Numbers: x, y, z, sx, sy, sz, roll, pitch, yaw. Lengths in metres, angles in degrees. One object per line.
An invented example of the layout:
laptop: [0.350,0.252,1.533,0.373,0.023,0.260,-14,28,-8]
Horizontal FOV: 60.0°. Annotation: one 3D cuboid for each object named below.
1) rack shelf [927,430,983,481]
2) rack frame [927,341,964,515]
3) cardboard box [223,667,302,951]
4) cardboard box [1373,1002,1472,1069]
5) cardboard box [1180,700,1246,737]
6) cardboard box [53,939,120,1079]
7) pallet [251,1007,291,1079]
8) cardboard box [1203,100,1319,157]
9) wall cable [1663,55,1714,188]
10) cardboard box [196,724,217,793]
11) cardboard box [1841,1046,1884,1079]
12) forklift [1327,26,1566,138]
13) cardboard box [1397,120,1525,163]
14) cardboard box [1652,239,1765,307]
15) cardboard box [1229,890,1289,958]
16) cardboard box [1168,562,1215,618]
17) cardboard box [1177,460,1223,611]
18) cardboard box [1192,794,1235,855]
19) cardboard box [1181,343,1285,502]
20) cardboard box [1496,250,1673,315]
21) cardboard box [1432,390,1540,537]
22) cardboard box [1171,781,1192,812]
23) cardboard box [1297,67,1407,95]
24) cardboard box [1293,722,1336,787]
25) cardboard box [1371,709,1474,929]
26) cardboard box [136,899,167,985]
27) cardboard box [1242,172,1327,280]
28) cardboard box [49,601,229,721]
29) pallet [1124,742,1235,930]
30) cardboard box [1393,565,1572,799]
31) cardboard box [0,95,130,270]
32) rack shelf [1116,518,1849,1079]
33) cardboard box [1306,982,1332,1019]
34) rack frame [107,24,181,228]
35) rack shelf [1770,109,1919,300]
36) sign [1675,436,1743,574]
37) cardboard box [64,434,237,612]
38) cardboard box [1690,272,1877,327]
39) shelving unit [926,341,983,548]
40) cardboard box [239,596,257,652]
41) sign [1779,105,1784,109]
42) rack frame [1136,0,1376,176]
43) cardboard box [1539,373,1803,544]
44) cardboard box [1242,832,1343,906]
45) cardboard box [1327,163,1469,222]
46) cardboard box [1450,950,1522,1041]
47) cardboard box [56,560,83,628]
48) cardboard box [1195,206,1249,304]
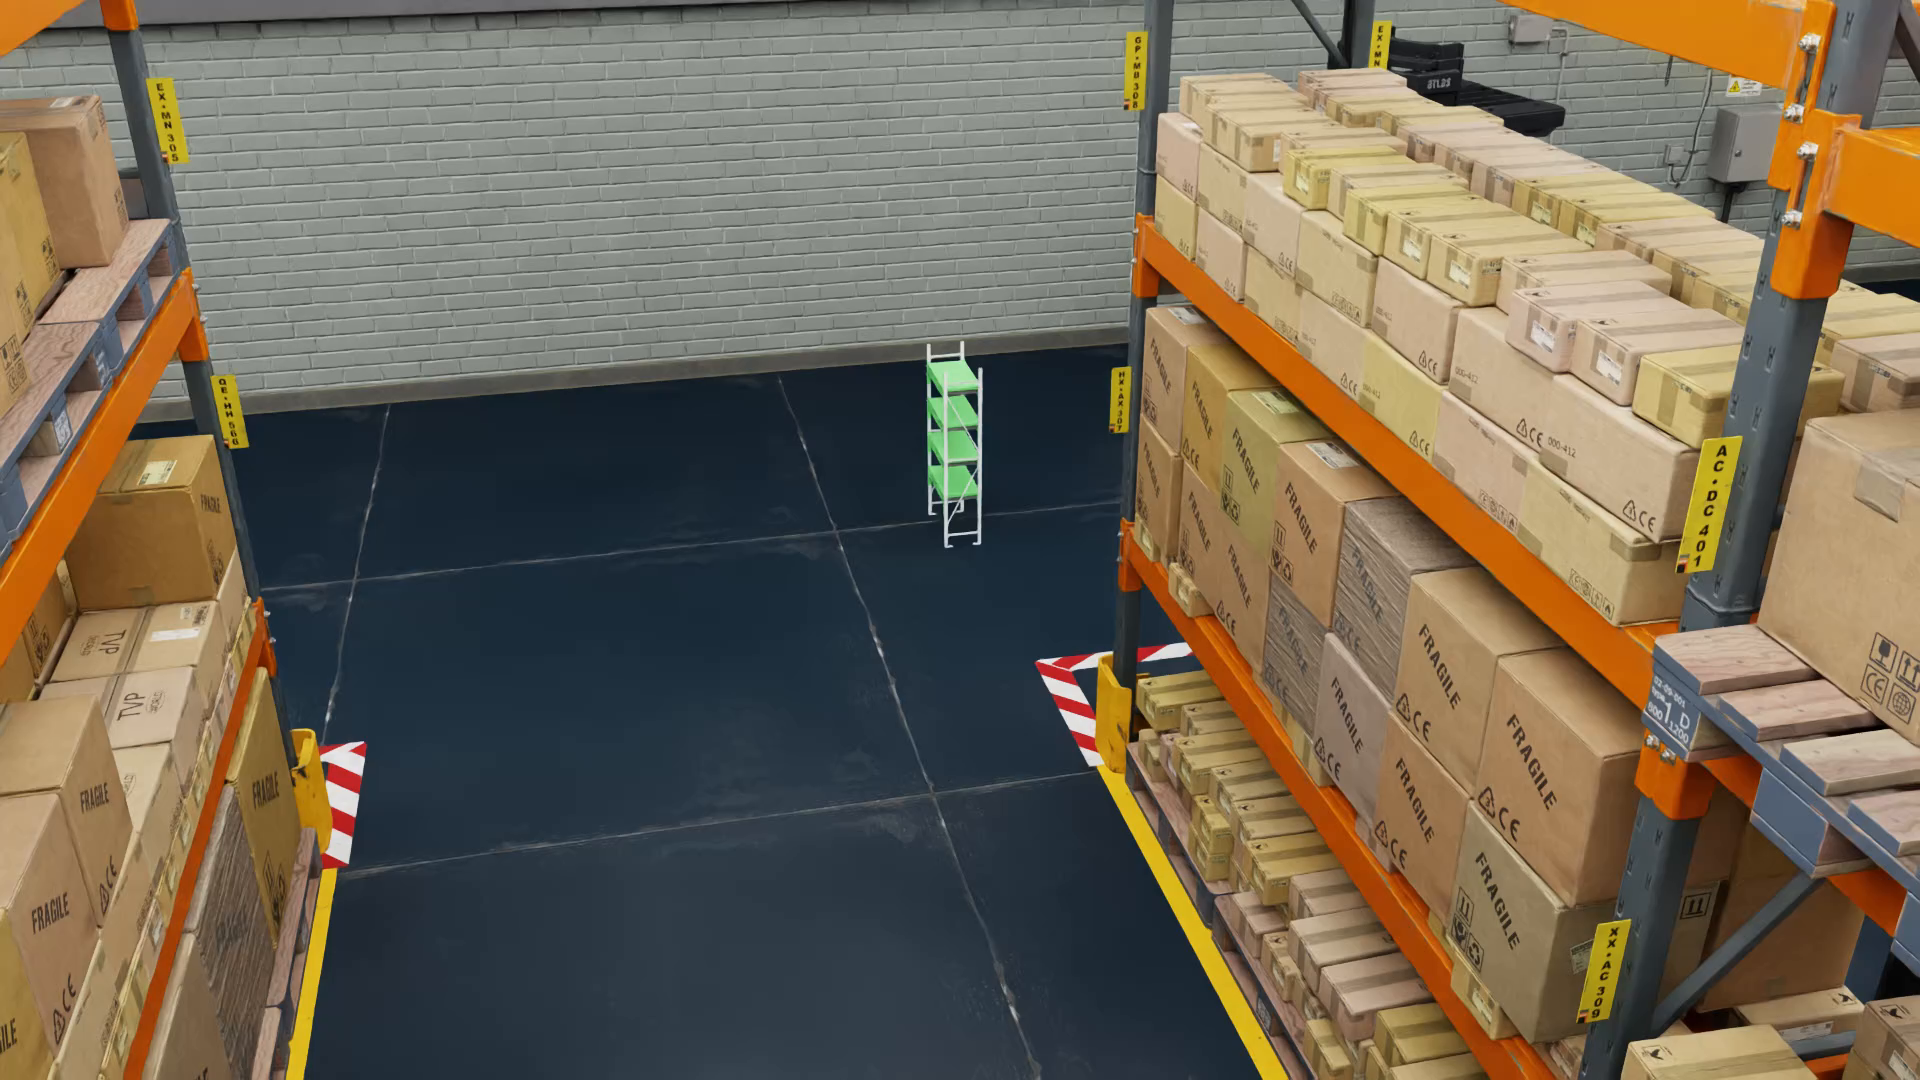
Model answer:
rack shelf: [-0.037,-0.551,10.652,0.258,0.148,0.480,-6,27,-12]
rack frame: [-0.092,-0.715,10.836,0.240,1.200,0.015,-6,27,-12]
cardboard box: [-3.354,1.173,6.988,0.875,0.875,0.875,-6,27,-12]
cardboard box: [1.705,1.788,5.917,0.380,0.149,0.250,-5,27,-10]
cardboard box: [1.245,0.873,7.729,0.380,0.149,0.250,-5,27,-11]
cardboard box: [-2.633,1.378,4.527,0.500,0.250,0.500,-6,27,-12]
pallet: [-3.048,2.262,6.034,1.003,0.211,1.213,-6,27,-12]
cardboard box: [1.160,-1.588,6.407,0.380,0.149,0.250,-6,27,-12]
wall cable: [6.164,-3.943,14.105,0.588,1.984,0.122,-6,27,-12]
cardboard box: [-2.944,0.823,6.070,0.380,0.149,0.250,-7,28,-13]
cardboard box: [2.462,1.383,4.164,0.380,0.149,0.250,-5,27,-10]
forklift: [3.288,-2.002,11.463,3.031,2.935,1.130,-12,29,-22]
cardboard box: [1.822,-1.424,6.082,0.380,0.149,0.250,-7,28,-13]
cardboard box: [2.196,-0.735,4.718,0.380,0.149,0.250,-7,28,-13]
cardboard box: [1.359,1.587,6.975,0.380,0.149,0.250,-7,28,-14]
cardboard box: [1.139,0.199,7.306,0.380,0.149,0.250,-7,28,-13]
cardboard box: [1.256,-0.040,7.059,0.500,0.500,0.500,-6,27,-11]
cardboard box: [1.247,1.237,7.339,0.380,0.149,0.250,-5,27,-10]
cardboard box: [1.241,-0.499,6.858,0.500,0.500,0.500,-5,27,-10]
cardboard box: [1.734,-0.692,4.632,0.380,0.149,0.250,-5,27,-10]
cardboard box: [1.705,-0.244,4.743,0.500,0.250,0.500,-6,27,-12]
cardboard box: [1.224,1.134,7.871,0.380,0.149,0.250,-6,27,-12]
cardboard box: [1.640,-1.877,6.980,0.380,0.149,0.250,-6,27,-12]
cardboard box: [1.465,0.768,6.179,0.380,0.149,0.250,-5,27,-11]
cardboard box: [1.680,0.847,5.302,0.500,0.500,0.500,-7,28,-13]
cardboard box: [-2.710,1.275,5.174,0.380,0.149,0.250,-6,27,-11]
cardboard box: [1.345,-1.144,5.970,0.500,0.250,0.500,-6,27,-11]
cardboard box: [-3.095,0.482,6.302,0.500,0.250,0.500,-6,27,-12]
pallet: [1.445,1.319,7.903,1.003,0.211,1.213,-6,27,-12]
cardboard box: [1.689,0.407,5.064,0.500,0.500,0.500,-7,28,-13]
cardboard box: [-3.407,-1.254,5.888,0.700,0.500,0.500,-8,28,-15]
rack shelf: [1.730,0.879,6.477,1.077,0.370,4.000,-6,27,-12]
cardboard box: [1.571,1.700,6.421,0.380,0.149,0.250,-7,28,-14]
rack frame: [-3.576,-2.539,5.793,1.000,3.000,0.127,-6,27,-12]
rack shelf: [2.631,0.136,1.737,1.077,0.370,4.000,-6,27,-12]
sign: [1.653,-0.075,3.667,0.100,0.325,0.005,-6,27,-12]
cardboard box: [-3.211,-0.074,6.572,0.500,0.500,0.500,-6,27,-11]
cardboard box: [2.210,-0.617,4.483,0.380,0.149,0.250,-6,27,-12]
shelving unit: [-0.037,-0.608,10.624,0.258,1.200,0.503,-6,27,-12]
cardboard box: [-3.175,0.374,6.958,0.380,0.149,0.250,-5,27,-11]
sign: [7.299,-3.588,14.635,0.329,0.494,0.001,-6,27,-12]
rack frame: [1.279,-2.998,6.703,1.000,3.000,0.127,-6,27,-12]
cardboard box: [1.829,-0.236,4.171,0.500,0.250,0.500,-7,28,-14]
cardboard box: [1.382,1.340,6.804,0.380,0.149,0.250,-6,27,-11]
cardboard box: [1.451,-1.143,5.526,0.380,0.149,0.250,-5,27,-10]
cardboard box: [1.724,1.345,5.036,0.380,0.149,0.250,-7,28,-13]
cardboard box: [-3.731,0.312,6.640,0.500,0.250,0.500,-7,28,-13]
cardboard box: [1.245,-1.137,6.512,0.500,0.250,0.500,-5,27,-10]
